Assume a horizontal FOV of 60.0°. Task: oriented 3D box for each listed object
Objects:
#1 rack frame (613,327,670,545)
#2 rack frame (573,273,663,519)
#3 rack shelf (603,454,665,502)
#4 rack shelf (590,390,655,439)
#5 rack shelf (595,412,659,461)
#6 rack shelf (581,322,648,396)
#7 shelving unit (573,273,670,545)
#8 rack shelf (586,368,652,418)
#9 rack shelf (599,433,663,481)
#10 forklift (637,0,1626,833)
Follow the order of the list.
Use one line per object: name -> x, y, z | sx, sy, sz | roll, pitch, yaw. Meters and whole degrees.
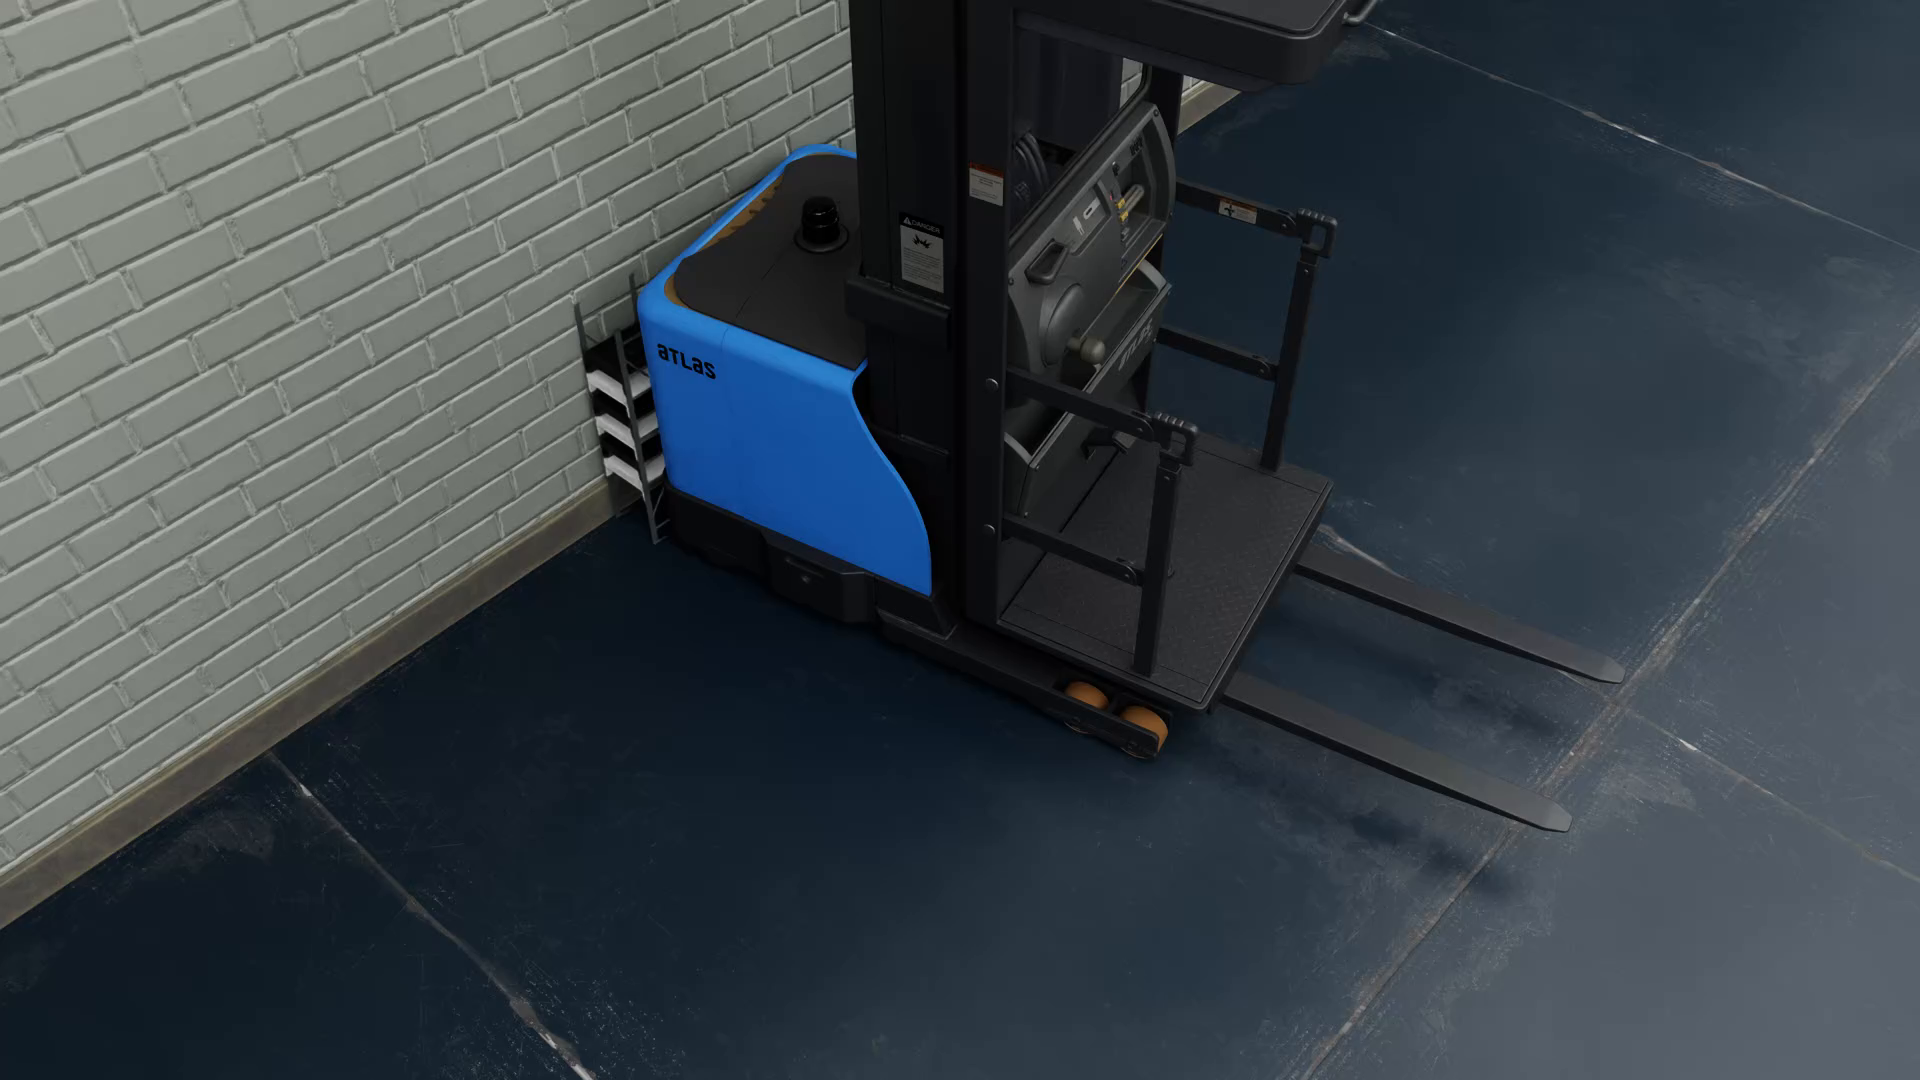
rack frame -> -0.977, -0.374, 5.474 | 0.006, 0.900, 0.240 | 32, 52, 30
rack frame -> -1.127, -0.467, 5.575 | 0.006, 0.900, 0.240 | 32, 52, 30
rack shelf -> -1.050, -0.264, 5.670 | 0.200, 0.077, 0.258 | 32, 52, 30
rack shelf -> -1.052, -0.462, 5.486 | 0.200, 0.077, 0.258 | 32, 52, 30
rack shelf -> -1.052, -0.396, 5.547 | 0.200, 0.077, 0.258 | 32, 52, 30
rack shelf -> -1.054, -0.594, 5.363 | 0.200, 0.077, 0.258 | 32, 52, 30
shelving unit -> -1.052, -0.420, 5.524 | 0.210, 0.900, 0.258 | 32, 52, 30
rack shelf -> -1.053, -0.528, 5.425 | 0.200, 0.077, 0.258 | 32, 52, 30
rack shelf -> -1.051, -0.330, 5.608 | 0.200, 0.077, 0.258 | 32, 52, 30
forklift -> 0.549, -0.779, 4.471 | 3.031, 2.935, 1.130 | 22, 51, 19
